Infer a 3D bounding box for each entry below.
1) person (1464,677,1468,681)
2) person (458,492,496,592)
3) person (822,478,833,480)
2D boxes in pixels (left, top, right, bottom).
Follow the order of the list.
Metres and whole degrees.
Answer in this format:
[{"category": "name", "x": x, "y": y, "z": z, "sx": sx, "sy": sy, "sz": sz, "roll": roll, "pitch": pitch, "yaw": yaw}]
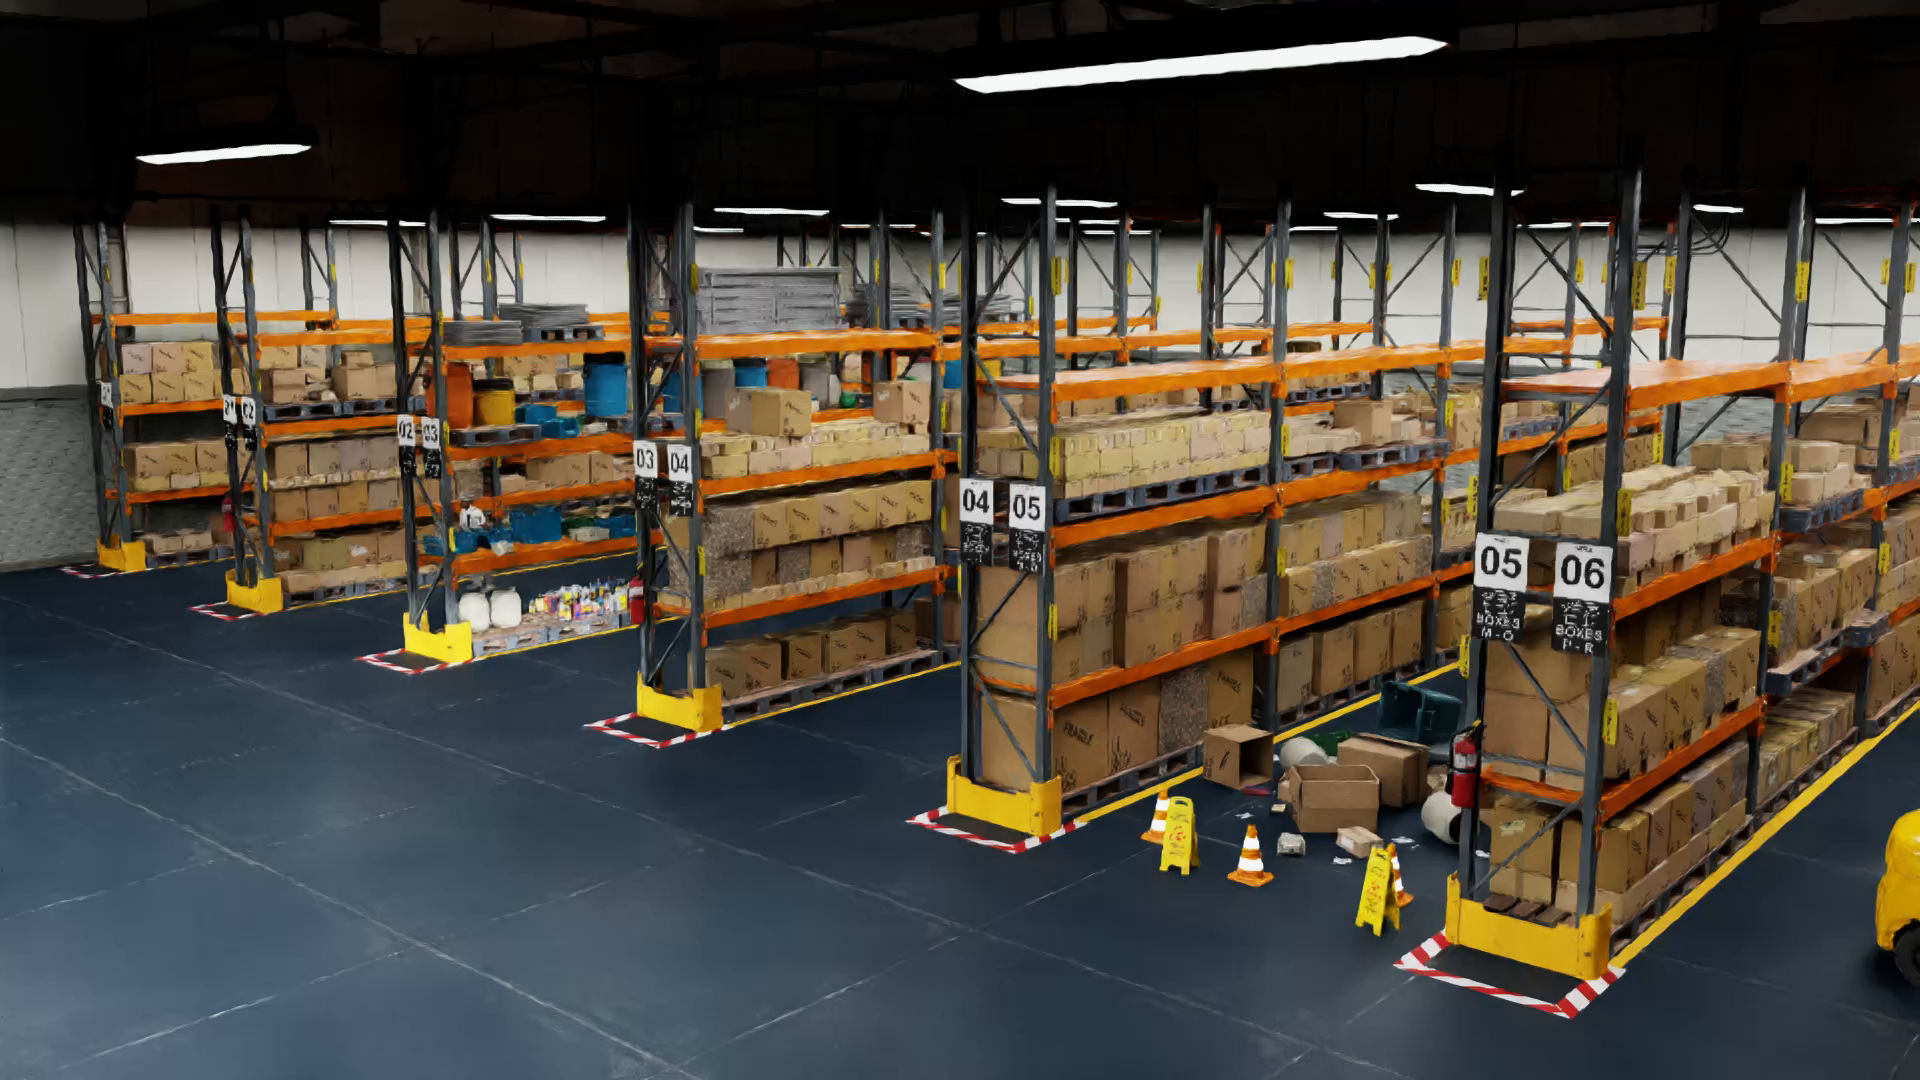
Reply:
[{"category": "person", "x": 6.360, "y": 0.973, "z": 20.099, "sx": 0.457, "sy": 1.763, "sz": 0.609, "roll": 2, "pitch": 10, "yaw": 14}, {"category": "person", "x": -7.667, "y": 0.019, "z": 26.285, "sx": 0.592, "sy": 1.629, "sz": 0.526, "roll": 8, "pitch": 12, "yaw": 38}, {"category": "person", "x": -2.079, "y": -0.307, "z": 26.220, "sx": 0.528, "sy": 1.721, "sz": 1.044, "roll": 6, "pitch": 11, "yaw": 32}]
